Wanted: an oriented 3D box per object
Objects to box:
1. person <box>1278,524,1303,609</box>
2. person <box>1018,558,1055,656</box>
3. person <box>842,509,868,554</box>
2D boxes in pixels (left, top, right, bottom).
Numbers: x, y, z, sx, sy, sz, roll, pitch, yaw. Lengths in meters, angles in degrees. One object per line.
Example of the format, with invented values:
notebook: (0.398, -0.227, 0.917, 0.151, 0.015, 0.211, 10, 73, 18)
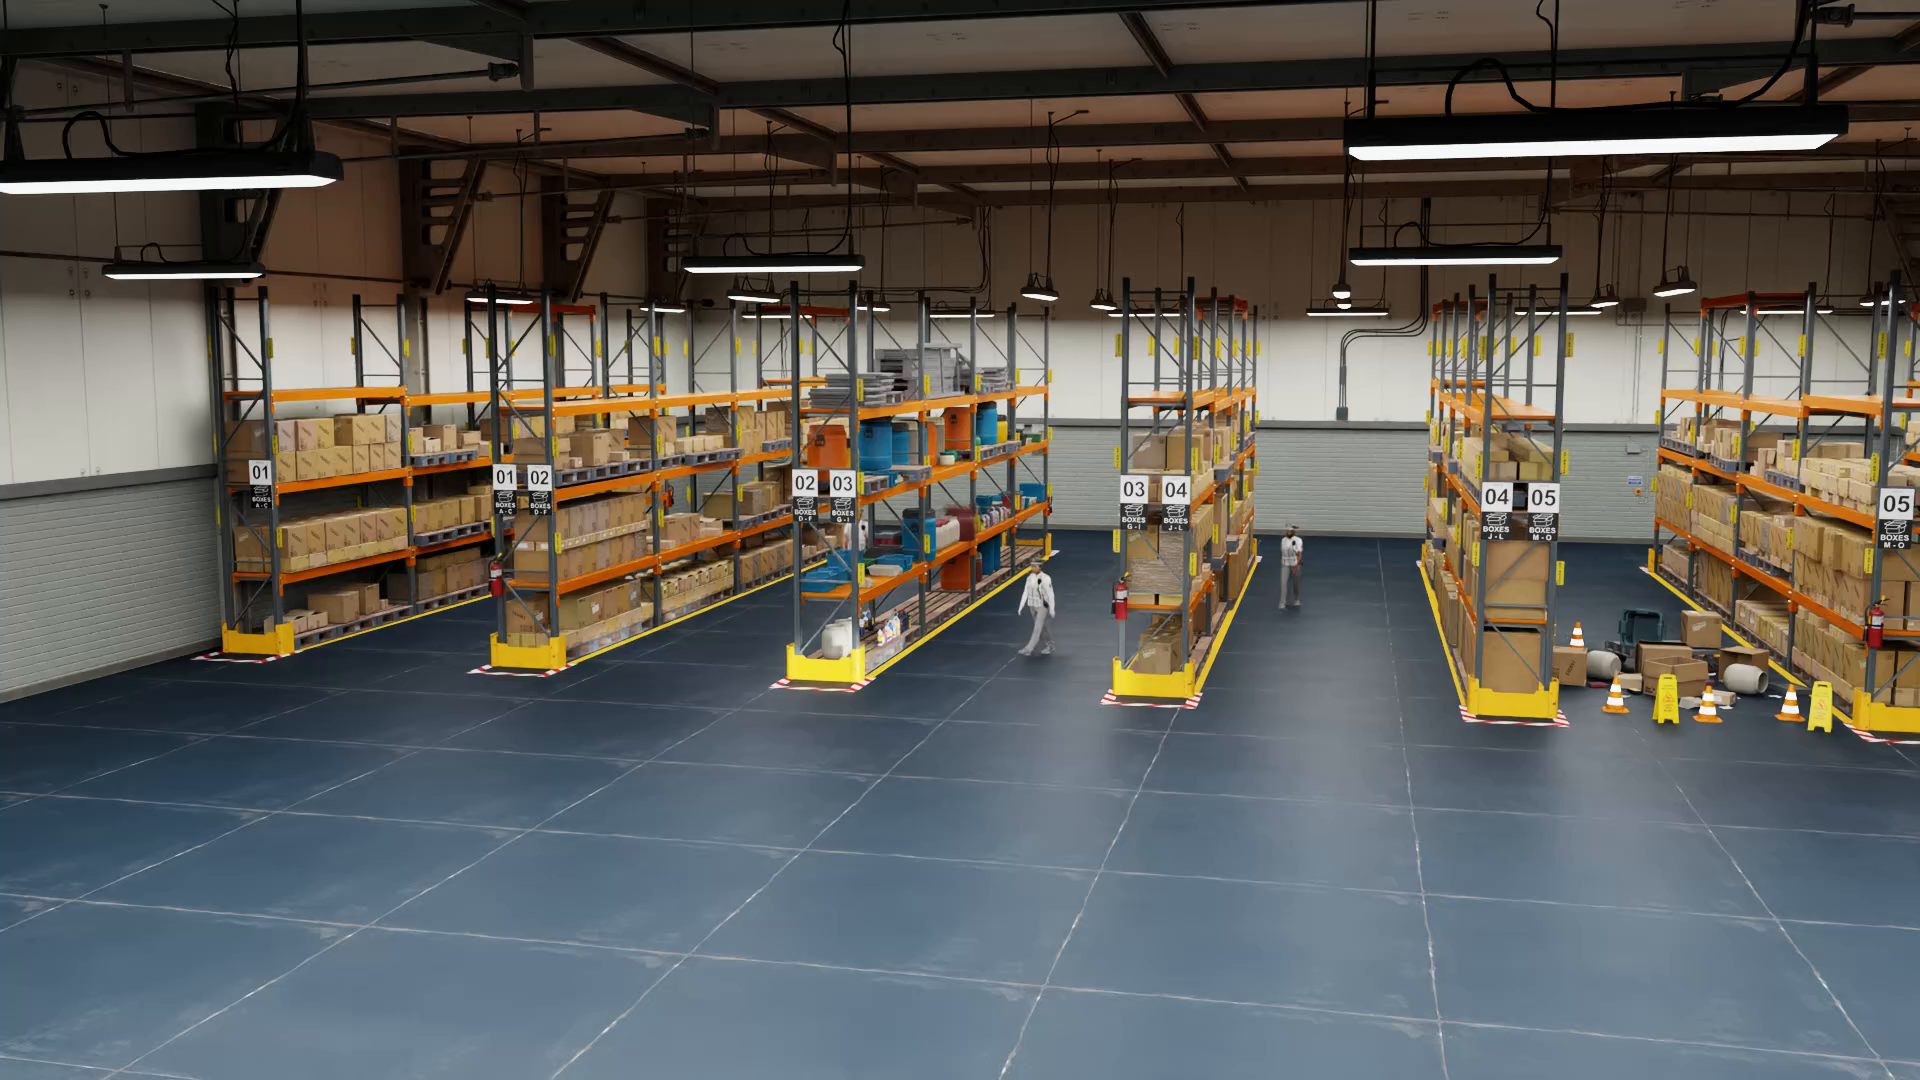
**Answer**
person: (6.391, 0.492, 32.093, 0.430, 1.621, 0.983, 3, 7, 23)
person: (1.208, 1.088, 26.960, 1.050, 1.616, 0.514, -6, 9, -42)
person: (-2.164, 0.183, 34.488, 0.545, 1.706, 1.061, 1, 7, 10)
